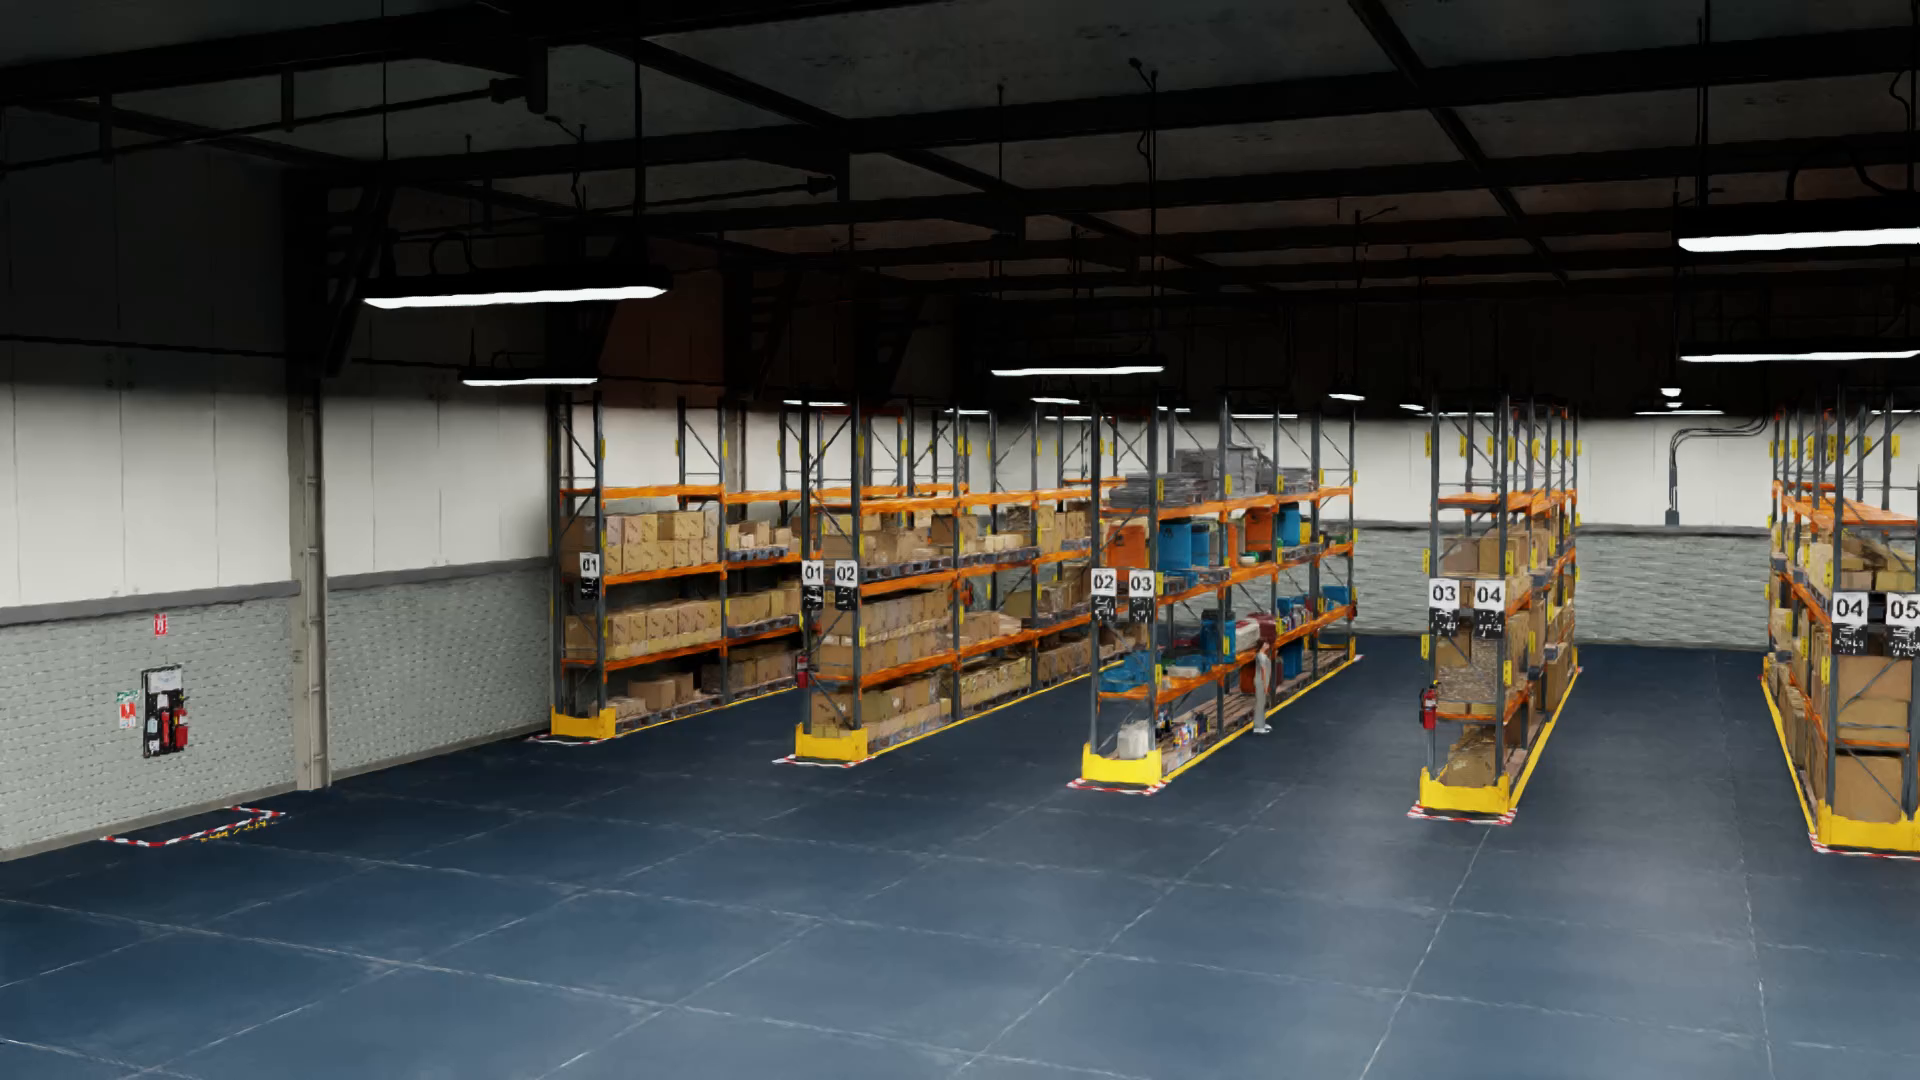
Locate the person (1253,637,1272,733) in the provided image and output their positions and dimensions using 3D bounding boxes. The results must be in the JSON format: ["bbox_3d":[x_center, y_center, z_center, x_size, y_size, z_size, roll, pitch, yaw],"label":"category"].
[{"bbox_3d":[5.336,2.530,29.246,0.390,1.677,0.544,0,3,1],"label":"person"}]
